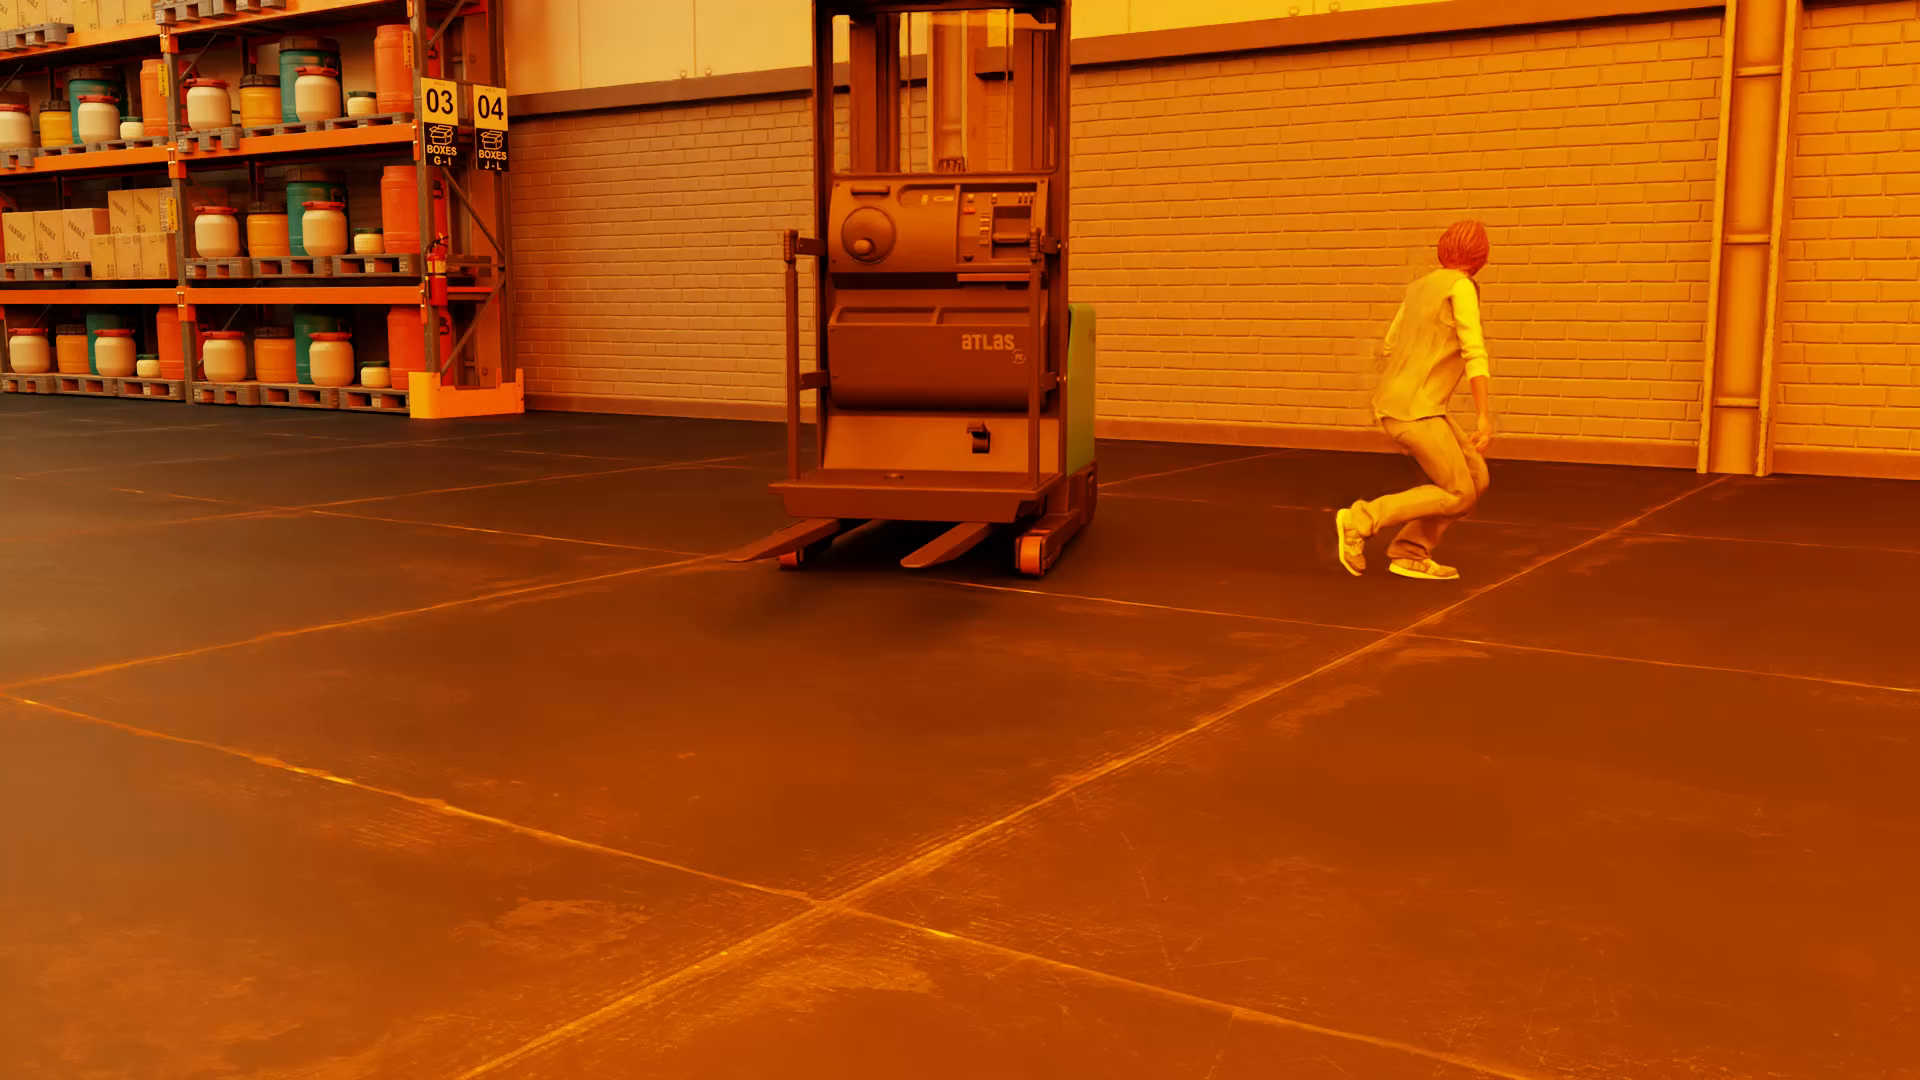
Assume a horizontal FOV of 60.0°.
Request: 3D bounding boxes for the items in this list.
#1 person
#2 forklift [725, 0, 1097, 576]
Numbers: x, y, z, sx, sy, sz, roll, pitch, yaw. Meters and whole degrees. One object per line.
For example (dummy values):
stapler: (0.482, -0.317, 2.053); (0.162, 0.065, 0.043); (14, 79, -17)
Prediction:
person: (1.755, -0.520, 6.395); (0.587, 1.405, 0.692); (1, 8, 6)
forklift: (-0.136, -1.362, 6.774); (1.130, 2.935, 3.031); (2, 8, 12)
